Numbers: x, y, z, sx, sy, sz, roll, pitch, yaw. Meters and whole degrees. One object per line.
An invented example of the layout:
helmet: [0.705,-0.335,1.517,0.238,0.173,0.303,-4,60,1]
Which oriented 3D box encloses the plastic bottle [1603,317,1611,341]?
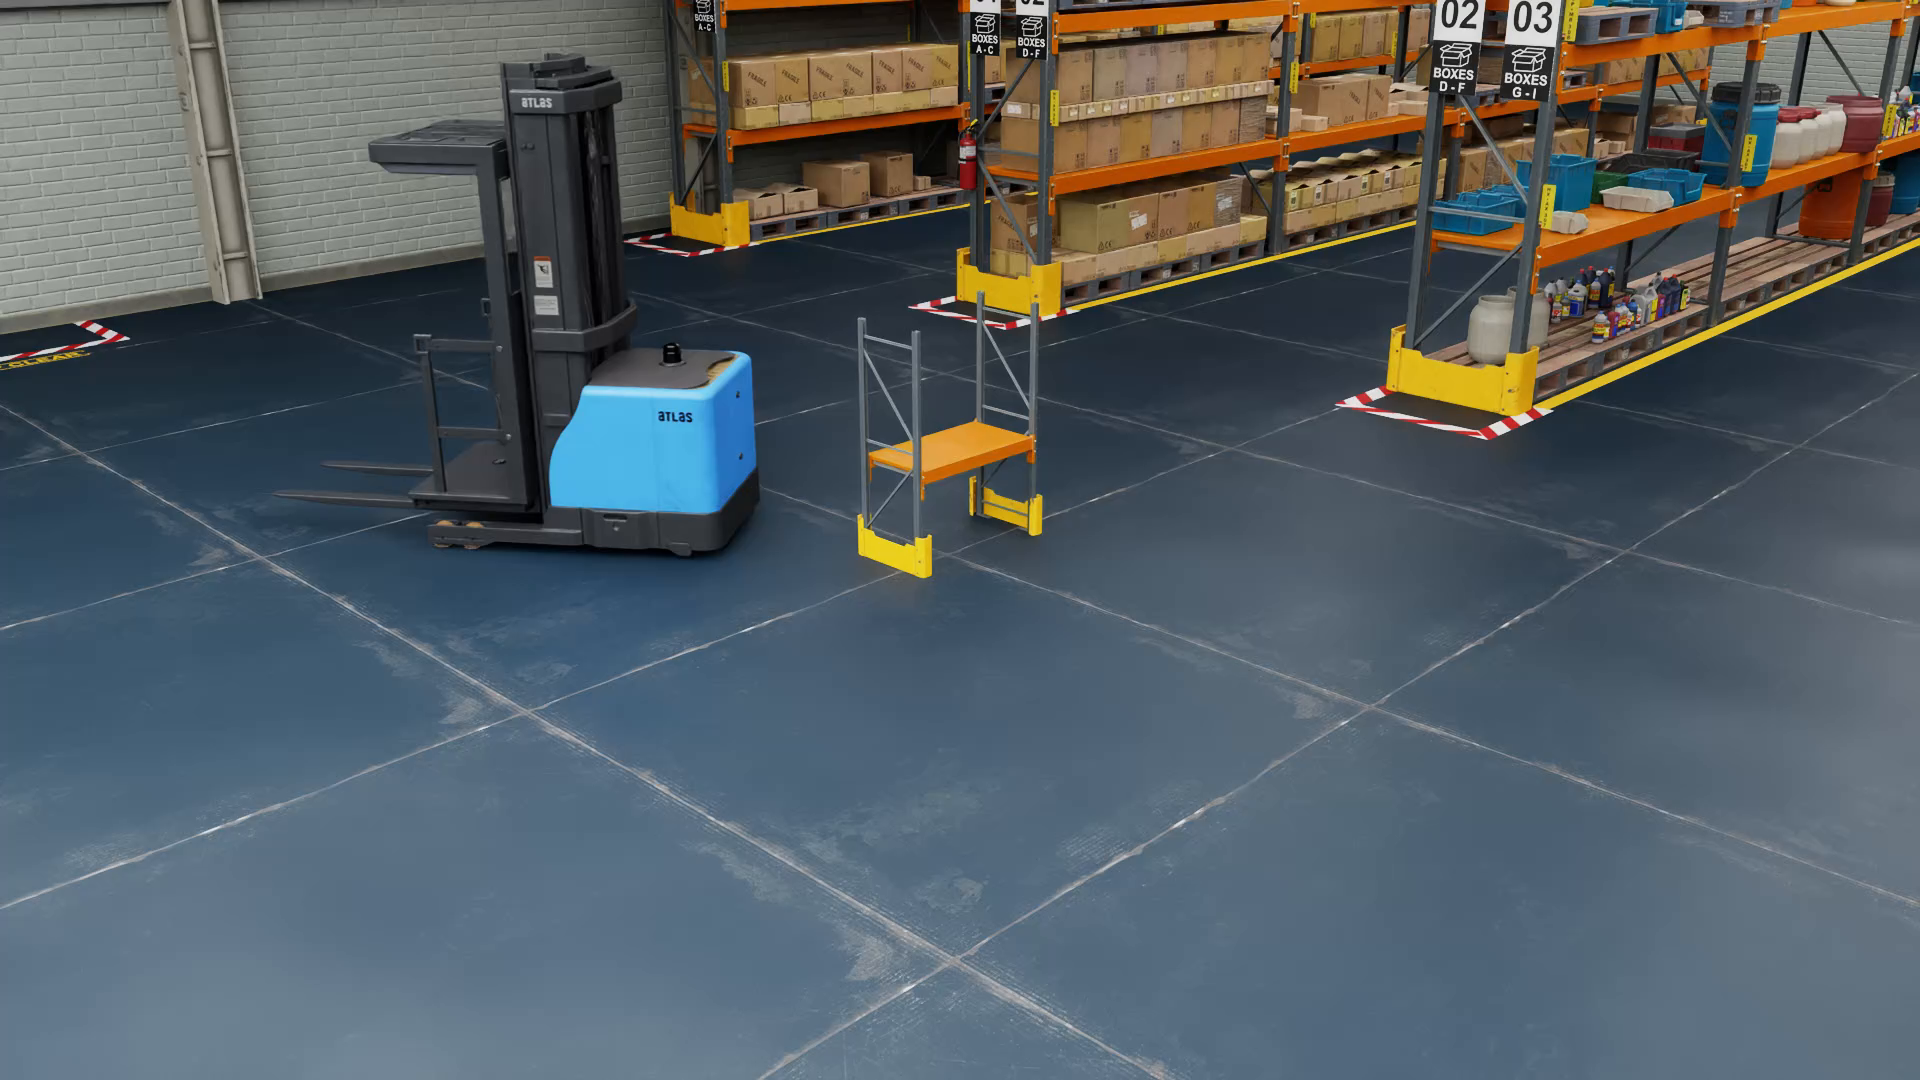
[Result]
plastic bottle: [5.603,-1.840,14.469,0.097,0.201,0.097,0,21,0]

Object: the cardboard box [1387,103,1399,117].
cardboard box: [5.228,-5.364,20.701,0.250,0.149,0.380,-18,27,-38]

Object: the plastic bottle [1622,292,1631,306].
plastic bottle: [6.039,-2.108,15.051,0.061,0.283,0.133,19,28,41]

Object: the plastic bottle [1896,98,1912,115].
plastic bottle: [11.036,-4.990,19.446,0.144,0.351,0.185,19,28,41]

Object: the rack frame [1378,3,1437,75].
rack frame: [8.106,-9.119,30.119,1.000,3.000,0.127,19,28,41]

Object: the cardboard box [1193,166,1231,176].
cardboard box: [2.739,-4.017,19.047,0.500,0.500,0.500,19,28,41]

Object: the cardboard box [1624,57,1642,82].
cardboard box: [9.774,-7.094,24.710,0.500,0.500,0.500,-20,28,-41]

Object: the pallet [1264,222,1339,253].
pallet: [3.773,-3.693,19.888,1.003,0.211,1.213,19,28,41]

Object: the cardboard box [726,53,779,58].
cardboard box: [-2.521,-5.597,20.091,0.500,0.500,0.500,-20,29,-41]

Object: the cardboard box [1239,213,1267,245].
cardboard box: [3.120,-3.534,18.836,0.500,0.250,0.500,19,28,41]

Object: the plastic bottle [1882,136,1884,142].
plastic bottle: [10.157,-4.555,18.418,0.152,0.276,0.135,19,28,41]

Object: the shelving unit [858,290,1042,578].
shelving unit: [-0.053,-0.680,10.255,0.587,1.500,1.083,19,28,41]

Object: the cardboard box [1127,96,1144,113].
cardboard box: [1.644,-4.429,16.874,0.380,0.149,0.250,18,27,39]

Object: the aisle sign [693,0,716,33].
aisle sign: [-2.891,-6.126,18.708,0.394,0.787,0.004,19,28,41]

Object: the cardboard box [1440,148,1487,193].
cardboard box: [6.600,-4.908,22.033,0.500,0.500,0.500,-19,28,-40]

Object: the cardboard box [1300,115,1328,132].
cardboard box: [4.052,-4.855,19.375,0.380,0.149,0.250,19,28,41]

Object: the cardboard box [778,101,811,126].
cardboard box: [-2.135,-5.128,19.918,0.500,0.250,0.500,18,28,39]

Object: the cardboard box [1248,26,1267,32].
cardboard box: [4.469,-7.843,26.218,0.500,0.500,0.500,19,28,41]

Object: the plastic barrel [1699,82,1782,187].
plastic barrel: [7.320,-3.812,15.613,0.600,0.901,0.708,19,28,41]

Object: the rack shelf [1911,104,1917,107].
rack shelf: [13.809,-5.789,22.459,1.077,0.370,4.000,19,28,41]

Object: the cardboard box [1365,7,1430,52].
cardboard box: [7.758,-9.125,29.717,0.700,0.700,0.980,-19,28,-40]

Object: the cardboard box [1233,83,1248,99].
cardboard box: [2.896,-4.890,18.074,0.380,0.149,0.250,18,28,39]

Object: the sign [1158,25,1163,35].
sign: [2.921,-7.433,24.228,0.100,0.325,0.005,19,28,41]

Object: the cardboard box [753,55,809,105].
cardboard box: [-2.155,-5.467,19.754,0.500,0.500,0.500,19,28,41]

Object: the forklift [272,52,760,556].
forklift: [-2.893,-1.493,10.374,3.031,2.935,1.130,3,21,8]

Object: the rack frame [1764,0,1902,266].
rack frame: [9.624,-4.583,18.317,1.000,3.000,0.127,19,28,41]

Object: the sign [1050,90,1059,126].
sign: [0.890,-4.068,15.660,0.100,0.325,0.005,19,28,41]

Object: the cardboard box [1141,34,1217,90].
cardboard box: [2.281,-5.073,17.645,0.700,0.500,0.500,19,28,41]

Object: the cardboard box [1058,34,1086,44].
cardboard box: [1.352,-6.865,23.503,0.700,0.500,0.500,19,28,41]

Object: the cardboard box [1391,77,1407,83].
cardboard box: [7.731,-8.167,29.638,0.380,0.149,0.250,19,28,40]

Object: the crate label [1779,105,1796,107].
crate label: [8.737,-4.412,17.823,0.502,0.435,0.616,19,28,41]

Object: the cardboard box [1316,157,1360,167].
cardboard box: [4.784,-4.669,21.007,0.500,0.311,0.500,18,28,39]

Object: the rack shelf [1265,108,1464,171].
rack shelf: [4.682,-4.974,20.337,1.077,0.370,4.000,19,28,41]

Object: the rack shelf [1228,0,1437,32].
rack shelf: [4.682,-6.374,19.799,1.077,0.370,4.000,19,28,41]

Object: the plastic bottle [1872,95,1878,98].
plastic bottle: [11.172,-5.292,20.334,0.152,0.276,0.135,19,28,41]

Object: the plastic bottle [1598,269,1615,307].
plastic bottle: [6.076,-2.384,15.675,0.144,0.351,0.185,19,28,41]

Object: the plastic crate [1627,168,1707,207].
plastic crate: [6.256,-3.133,14.752,0.499,0.251,0.616,19,28,41]

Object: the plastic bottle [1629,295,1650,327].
plastic bottle: [6.115,-2.078,14.983,0.135,0.276,0.152,-20,28,-41]

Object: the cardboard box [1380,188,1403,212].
cardboard box: [5.175,-4.278,20.771,0.500,0.250,0.500,-19,28,-41]

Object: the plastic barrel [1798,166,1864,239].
plastic barrel: [9.953,-3.896,18.970,0.600,0.830,0.708,19,28,41]

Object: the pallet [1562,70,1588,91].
pallet: [8.232,-6.584,23.791,1.003,0.211,1.213,19,28,41]

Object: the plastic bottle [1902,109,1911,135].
plastic bottle: [10.767,-4.760,18.941,0.061,0.283,0.133,19,28,41]

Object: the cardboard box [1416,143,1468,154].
cardboard box: [6.562,-5.161,22.693,0.500,0.500,0.500,-19,28,-40]

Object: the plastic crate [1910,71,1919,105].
plastic crate: [12.496,-5.837,21.519,0.392,0.384,0.575,19,28,41]

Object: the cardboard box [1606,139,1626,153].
cardboard box: [9.912,-6.013,25.375,0.380,0.166,0.250,19,28,41]

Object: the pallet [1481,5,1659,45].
pallet: [4.690,-4.027,12.952,1.003,0.211,1.213,19,28,41]

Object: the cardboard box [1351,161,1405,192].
cardboard box: [5.176,-4.537,20.664,0.500,0.311,0.500,19,28,40]

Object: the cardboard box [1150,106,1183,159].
cardboard box: [1.909,-4.329,17.518,0.500,0.500,0.700,-19,28,-40]

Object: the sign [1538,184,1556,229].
sign: [4.434,-2.517,12.556,0.100,0.325,0.005,19,28,41]

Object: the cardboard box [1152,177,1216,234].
cardboard box: [2.417,-3.629,18.037,0.500,0.500,0.500,19,28,41]

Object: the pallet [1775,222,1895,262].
pallet: [10.144,-3.494,19.372,1.003,0.211,1.213,19,28,41]

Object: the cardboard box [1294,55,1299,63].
cardboard box: [5.283,-7.825,27.075,0.380,0.149,0.250,20,28,41]

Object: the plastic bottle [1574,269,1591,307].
plastic bottle: [5.841,-2.371,15.643,0.144,0.351,0.185,18,27,38]

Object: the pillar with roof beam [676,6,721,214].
pillar with roof beam: [-0.102,-7.125,16.570,9.100,9.000,0.400,19,28,41]

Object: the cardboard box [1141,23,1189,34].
cardboard box: [3.047,-7.667,24.714,0.500,0.250,0.500,-19,28,-41]

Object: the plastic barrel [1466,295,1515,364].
plastic barrel: [4.447,-1.750,13.828,0.421,0.512,0.421,0,21,0]
